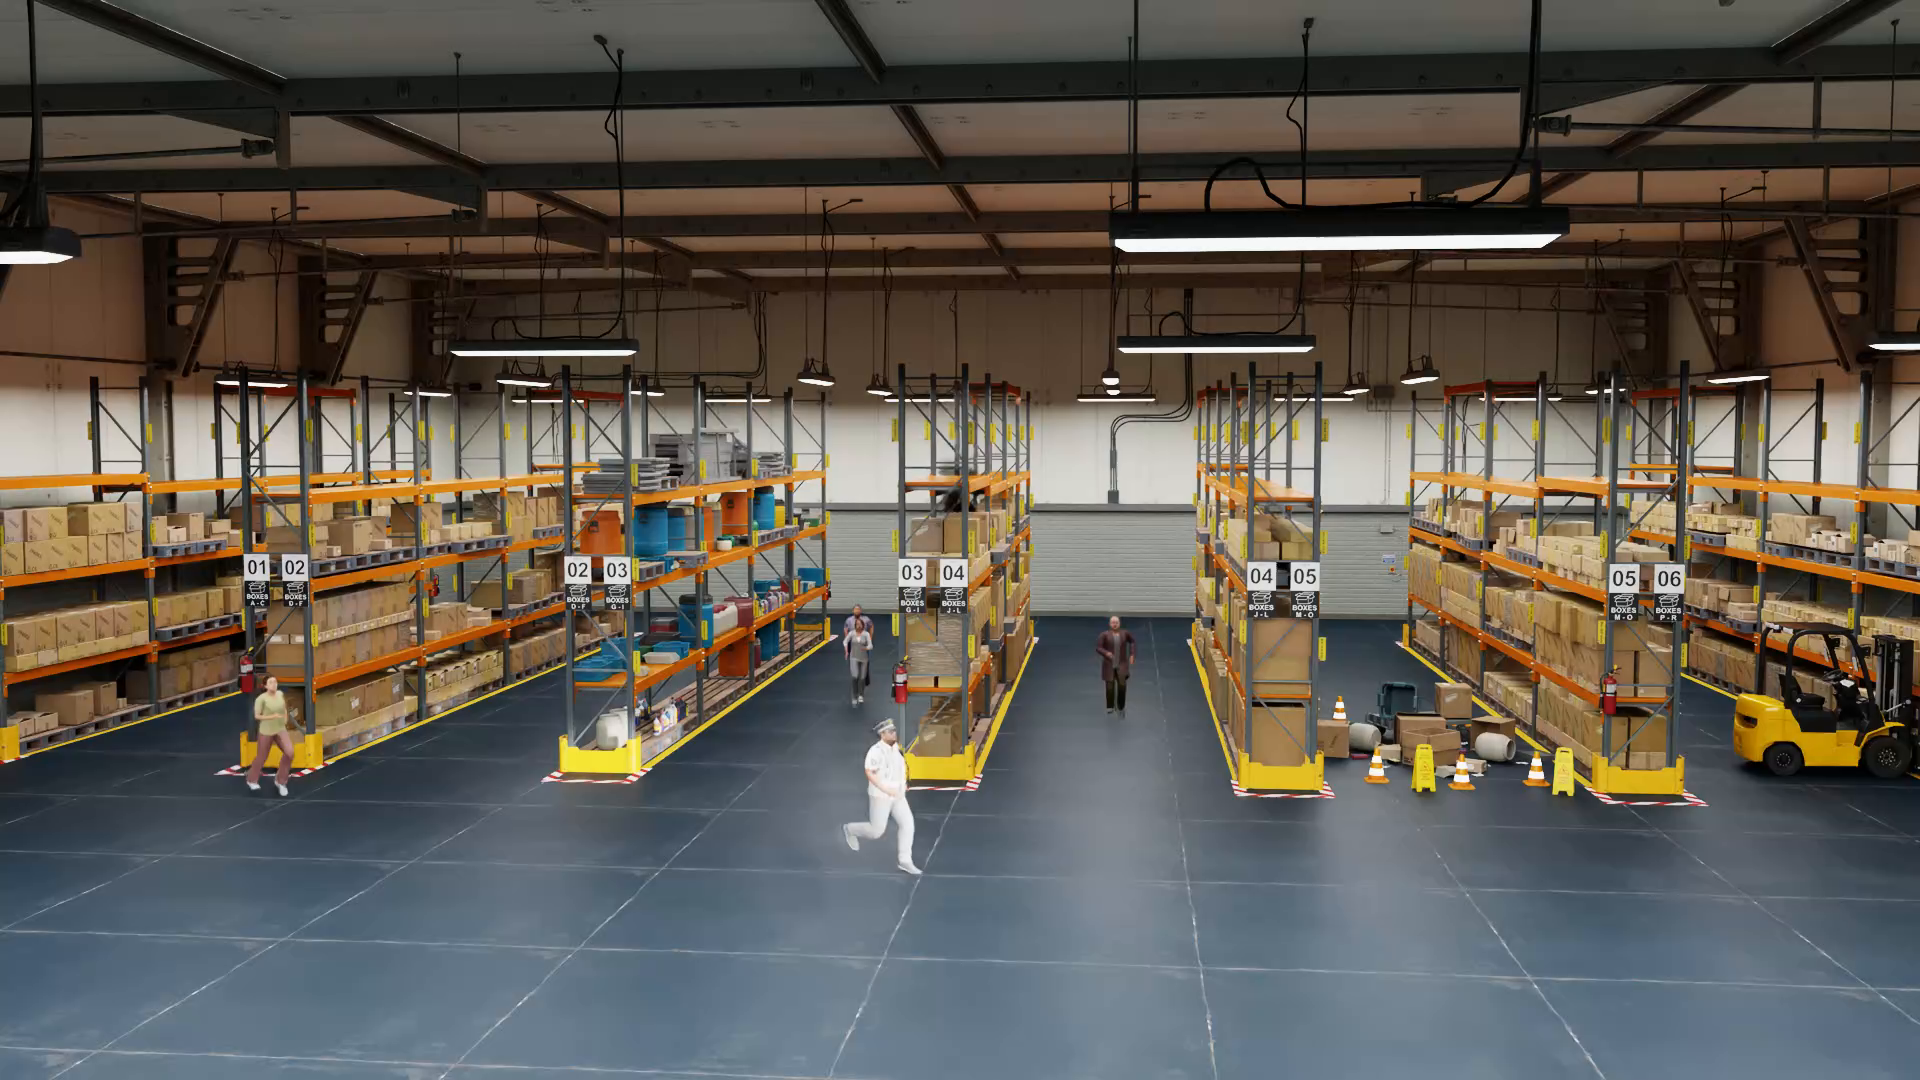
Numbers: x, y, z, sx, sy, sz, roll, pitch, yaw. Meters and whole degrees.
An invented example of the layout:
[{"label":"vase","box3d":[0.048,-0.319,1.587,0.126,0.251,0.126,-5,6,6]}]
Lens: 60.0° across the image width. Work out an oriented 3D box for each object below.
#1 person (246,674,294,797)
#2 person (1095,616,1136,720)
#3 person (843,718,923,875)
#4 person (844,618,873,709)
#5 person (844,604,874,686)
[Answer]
[{"label":"person","box3d":[-9.546,2.692,23.033,0.852,1.696,0.585,3,5,38]},{"label":"person","box3d":[2.729,2.243,29.068,0.731,1.827,0.780,0,4,-1]},{"label":"person","box3d":[-0.873,2.926,19.100,1.024,1.780,0.634,3,5,37]},{"label":"person","box3d":[-1.848,2.232,30.249,0.503,1.630,0.694,-1,4,-9]},{"label":"person","box3d":[-1.992,2.080,32.791,0.601,1.625,0.648,0,4,-6]}]
